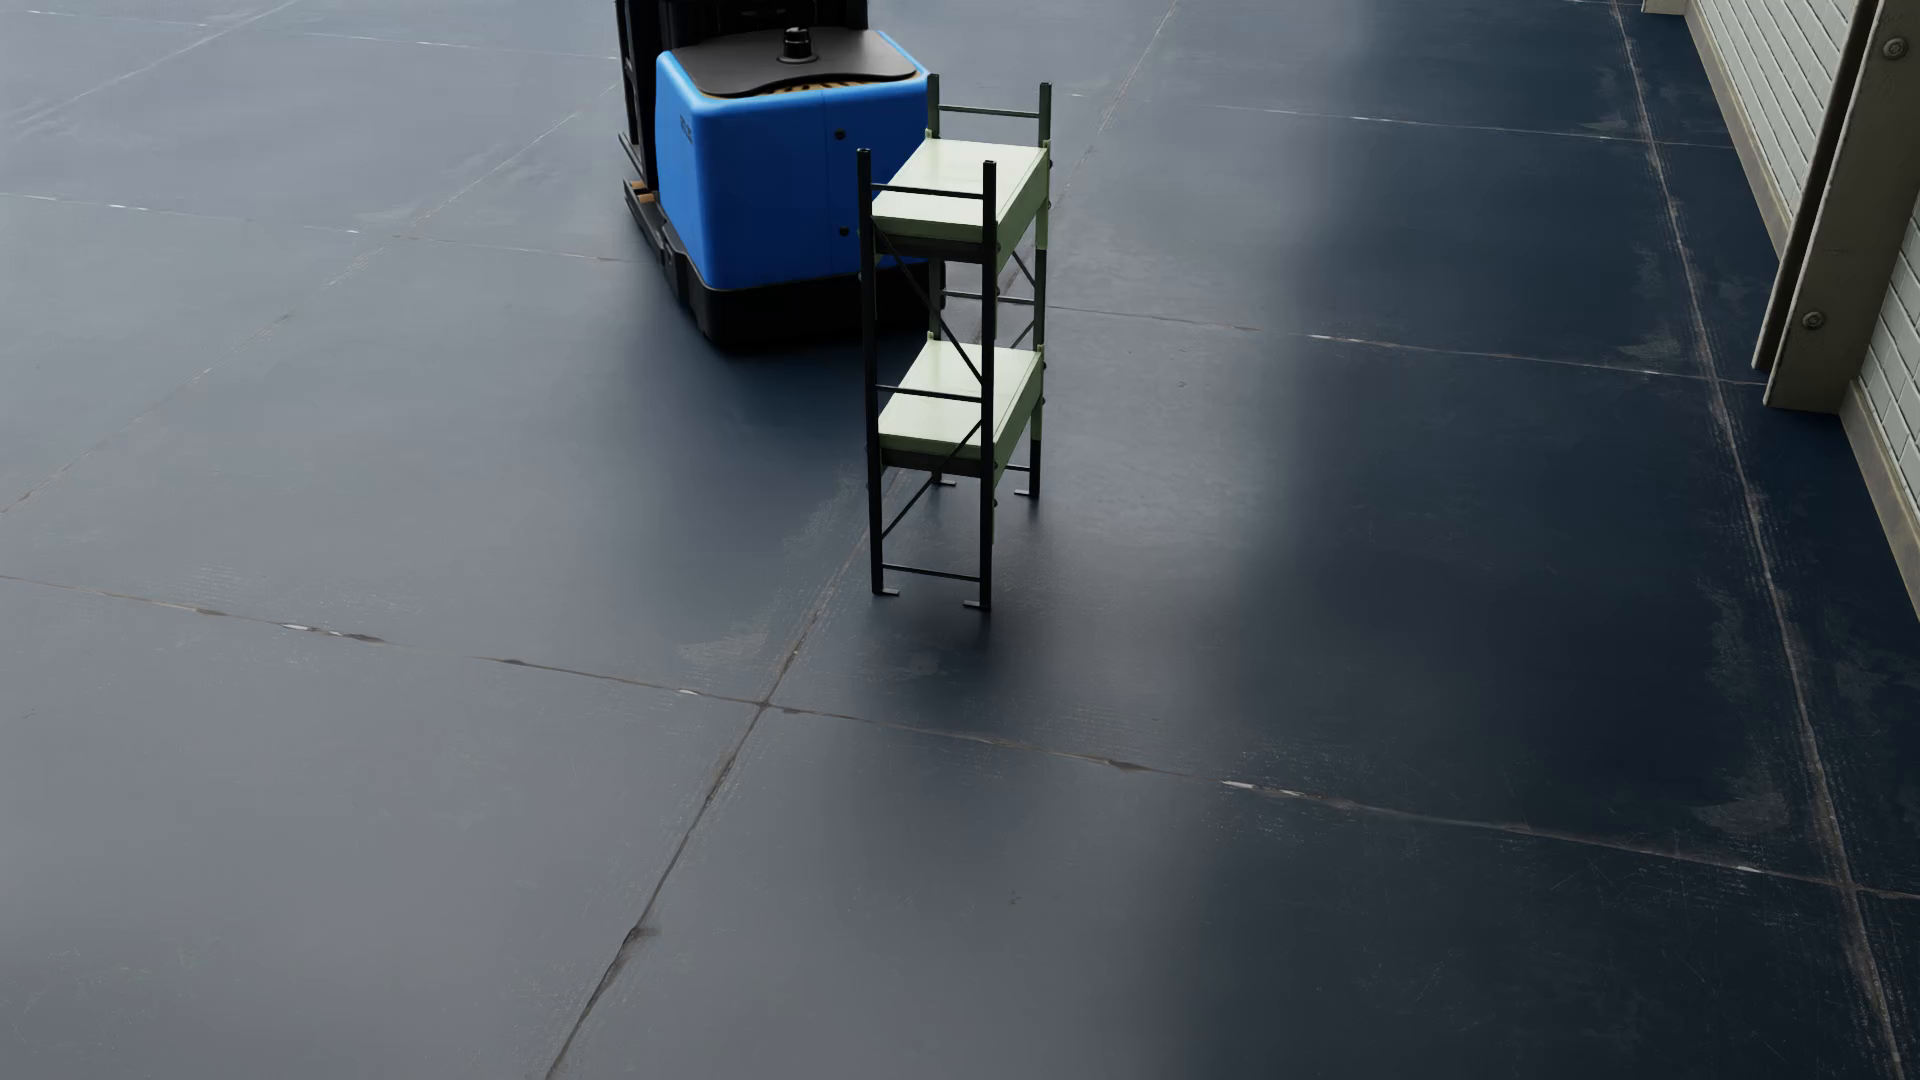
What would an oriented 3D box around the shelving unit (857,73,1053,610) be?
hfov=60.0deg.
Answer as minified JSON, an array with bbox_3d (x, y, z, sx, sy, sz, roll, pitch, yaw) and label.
[{"bbox_3d":[-0.002,-0.629,5.342,0.431,1.500,0.755,8,33,12],"label":"shelving unit"}]

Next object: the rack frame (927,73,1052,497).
[{"bbox_3d":[0.091,-0.819,5.641,0.400,1.500,0.023,8,33,12],"label":"rack frame"}]

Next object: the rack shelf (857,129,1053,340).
[{"bbox_3d":[-0.002,-0.959,5.133,0.431,0.370,0.720,8,33,12],"label":"rack shelf"}]

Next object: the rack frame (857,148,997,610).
[{"bbox_3d":[-0.095,-0.440,5.043,0.400,1.500,0.023,8,33,12],"label":"rack frame"}]

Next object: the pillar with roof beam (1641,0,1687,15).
[{"bbox_3d":[0.745,-8.110,10.119,9.100,9.000,0.400,8,33,12],"label":"pillar with roof beam"}]

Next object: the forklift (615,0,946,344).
[{"bbox_3d":[-1.036,-2.831,7.472,1.130,2.935,3.031,-11,34,-16],"label":"forklift"}]

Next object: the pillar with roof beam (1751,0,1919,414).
[{"bbox_3d":[-0.778,-4.996,5.221,9.100,9.000,0.400,8,33,12],"label":"pillar with roof beam"}]

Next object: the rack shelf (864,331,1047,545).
[{"bbox_3d":[-0.002,-0.354,5.517,0.431,0.370,0.720,8,33,12],"label":"rack shelf"}]
